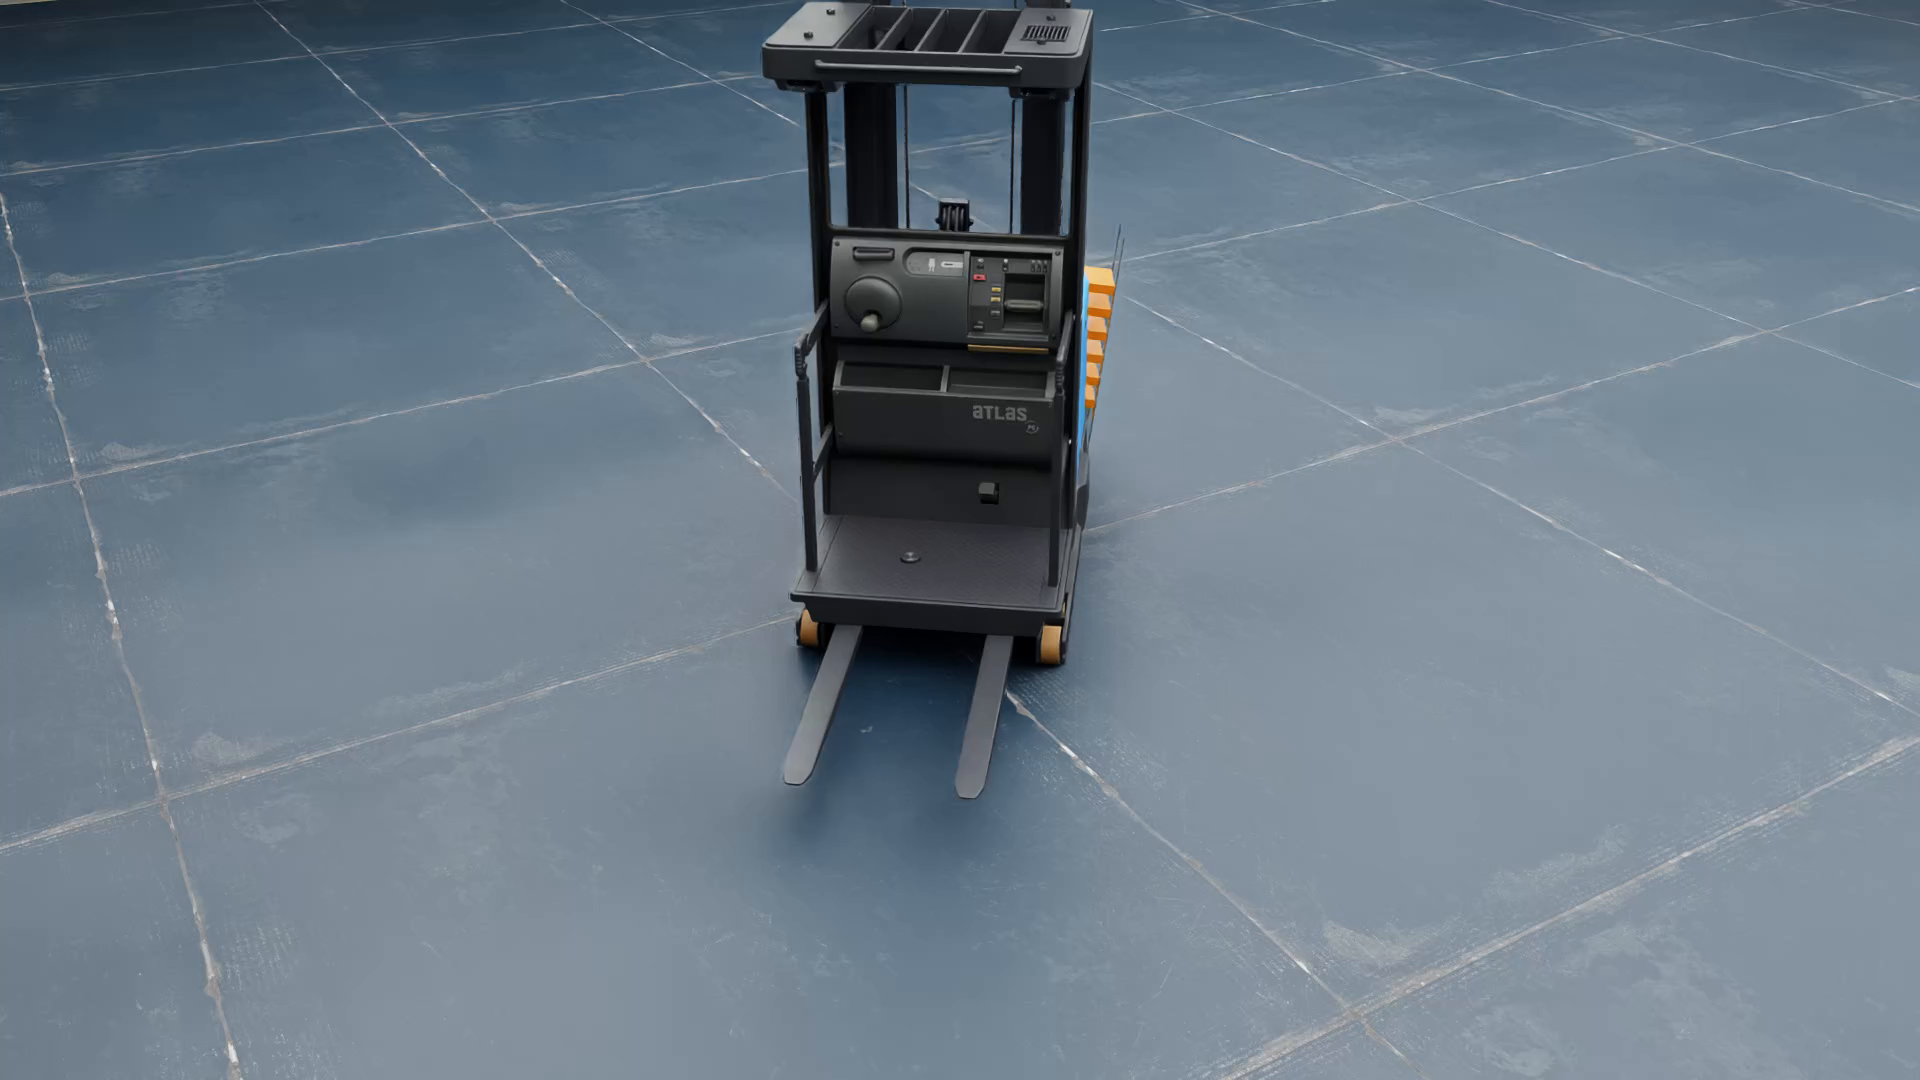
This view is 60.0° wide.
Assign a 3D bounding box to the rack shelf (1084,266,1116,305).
[{"bbox_3d":[0.654,-1.246,8.102,0.180,0.103,0.258,6,29,-3],"label":"rack shelf"}]

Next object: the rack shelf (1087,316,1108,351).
[{"bbox_3d":[0.626,-1.038,8.217,0.180,0.103,0.258,6,29,-3],"label":"rack shelf"}]

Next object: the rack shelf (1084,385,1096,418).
[{"bbox_3d":[0.584,-0.725,8.390,0.180,0.103,0.258,6,29,-3],"label":"rack shelf"}]

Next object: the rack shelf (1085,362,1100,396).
[{"bbox_3d":[0.598,-0.829,8.333,0.180,0.103,0.258,6,29,-3],"label":"rack shelf"}]

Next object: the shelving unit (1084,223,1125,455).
[{"bbox_3d":[0.617,-0.972,8.254,0.189,1.200,0.258,6,29,-3],"label":"shelving unit"}]

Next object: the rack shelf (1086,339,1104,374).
[{"bbox_3d":[0.612,-0.933,8.275,0.180,0.103,0.258,6,29,-3],"label":"rack shelf"}]

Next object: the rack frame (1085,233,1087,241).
[{"bbox_3d":[0.526,-0.982,8.249,0.006,1.200,0.240,6,29,-3],"label":"rack frame"}]

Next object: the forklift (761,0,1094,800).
[{"bbox_3d":[-0.081,-0.950,6.438,1.130,2.935,3.031,4,29,7],"label":"forklift"}]

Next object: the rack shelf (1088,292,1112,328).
[{"bbox_3d":[0.640,-1.142,8.160,0.180,0.103,0.258,6,29,-3],"label":"rack shelf"}]

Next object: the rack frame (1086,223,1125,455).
[{"bbox_3d":[0.708,-0.962,8.258,0.006,1.200,0.240,6,29,-3],"label":"rack frame"}]
